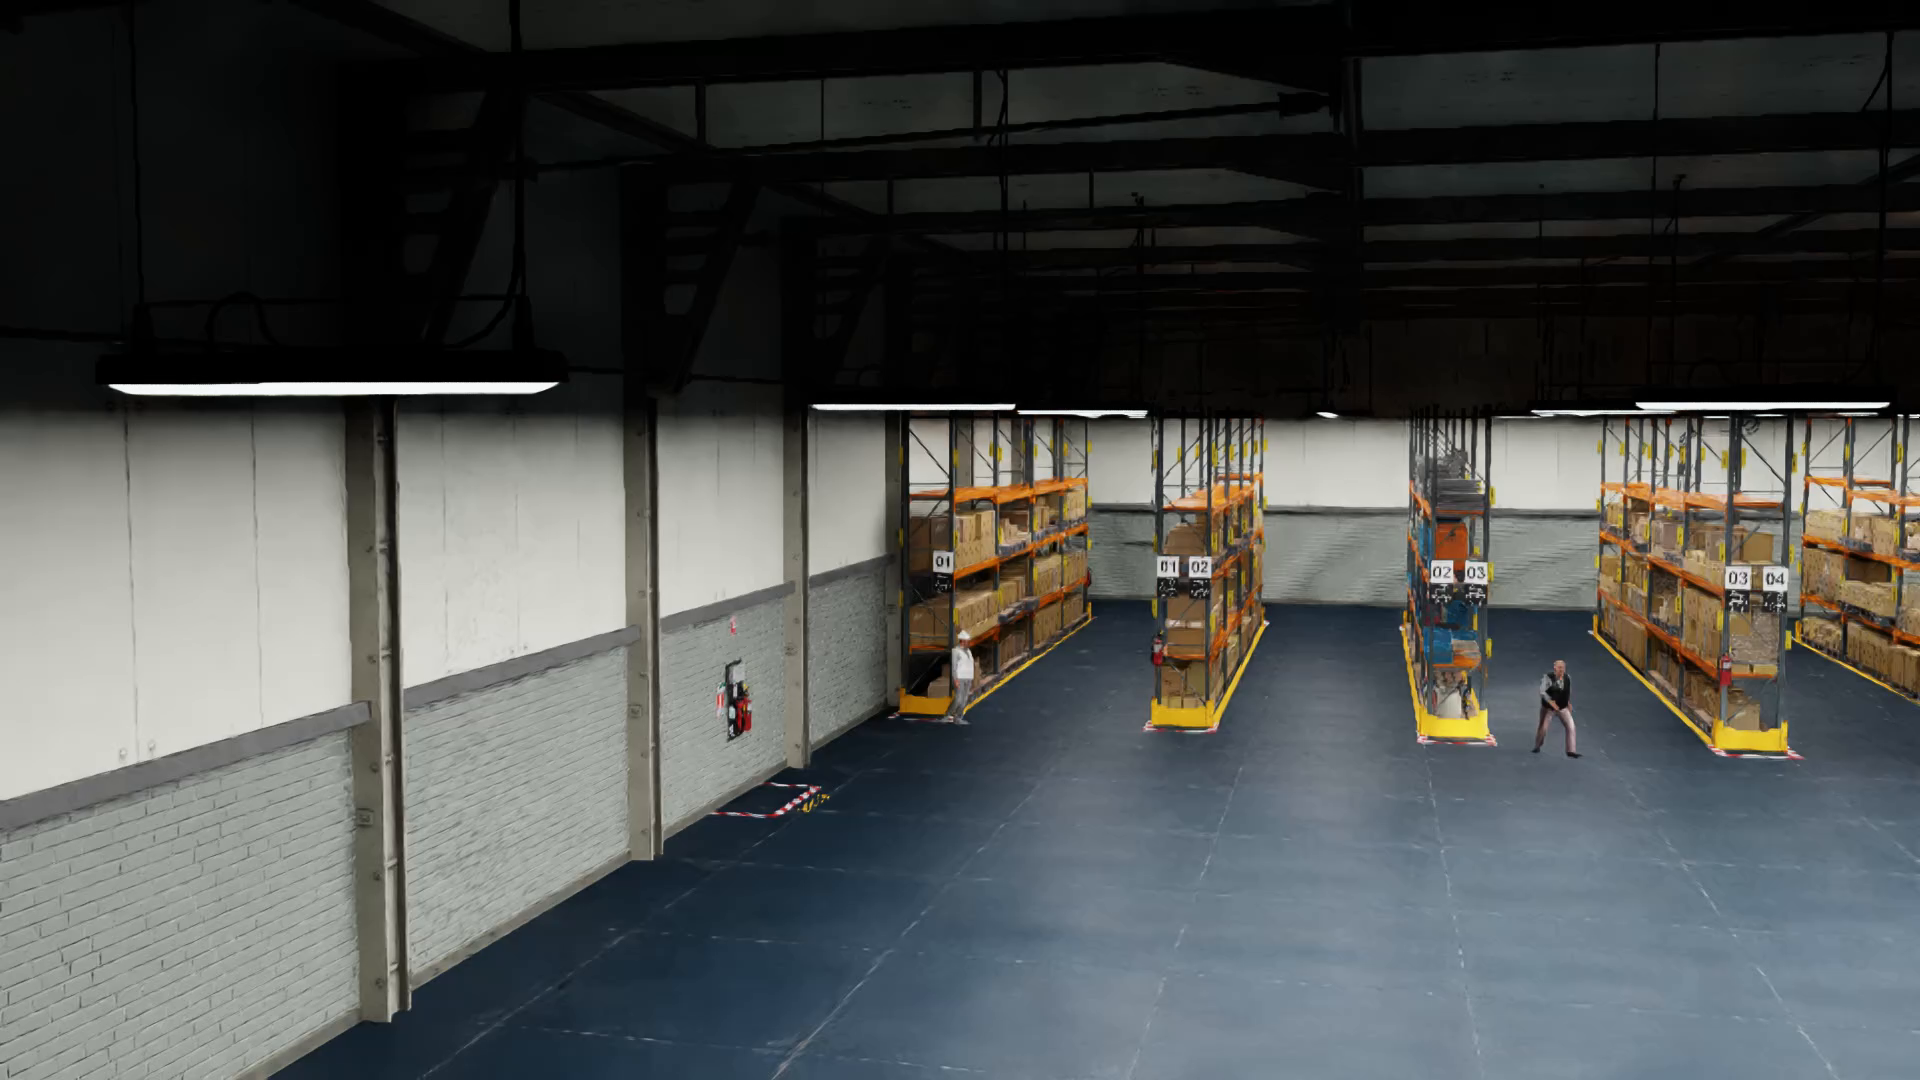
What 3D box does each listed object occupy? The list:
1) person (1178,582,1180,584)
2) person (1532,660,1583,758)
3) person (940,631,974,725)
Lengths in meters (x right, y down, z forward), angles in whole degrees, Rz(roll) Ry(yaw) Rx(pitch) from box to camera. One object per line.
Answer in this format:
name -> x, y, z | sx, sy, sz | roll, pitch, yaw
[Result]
person -> 6.509, 1.326, 49.230 | 0.598, 1.698, 1.193 | 1, 4, 16
person -> 10.171, 2.852, 28.382 | 0.683, 1.662, 0.837 | 0, 4, -3
person -> -0.026, 2.595, 31.189 | 0.448, 1.759, 0.698 | 3, 5, 39
